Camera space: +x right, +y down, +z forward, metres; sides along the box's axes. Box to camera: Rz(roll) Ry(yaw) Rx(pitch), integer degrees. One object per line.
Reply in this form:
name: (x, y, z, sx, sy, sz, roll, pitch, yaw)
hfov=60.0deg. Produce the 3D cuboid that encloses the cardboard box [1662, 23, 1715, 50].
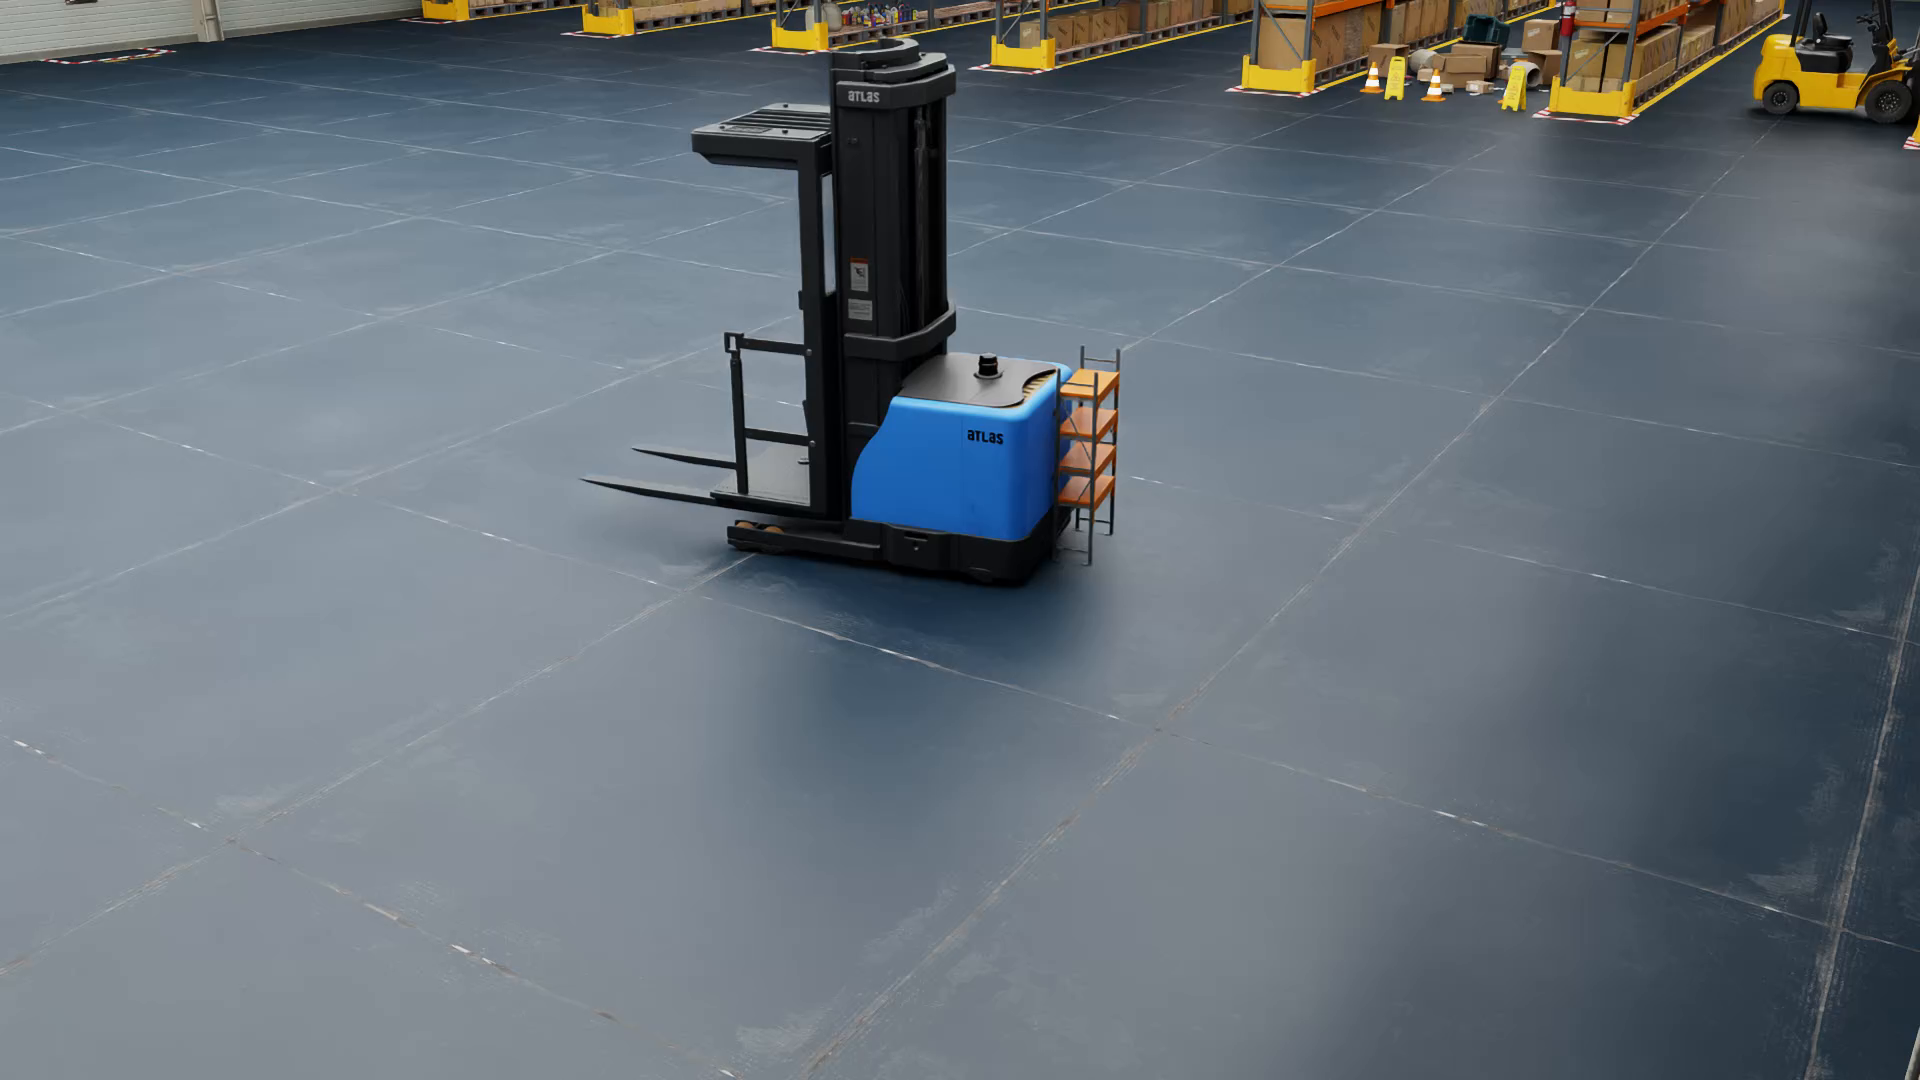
cardboard box: (13.426, -9.333, 30.813, 0.950, 0.372, 0.625, 12, 26, 25)

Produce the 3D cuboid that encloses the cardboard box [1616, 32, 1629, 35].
cardboard box: (10.535, -7.960, 26.850, 0.500, 0.500, 0.500, 15, 28, 32)

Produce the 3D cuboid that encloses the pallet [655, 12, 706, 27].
pallet: (-6.308, -11.386, 36.287, 1.003, 0.211, 1.213, 14, 27, 29)

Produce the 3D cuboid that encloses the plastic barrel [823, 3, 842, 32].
plastic barrel: (-2.567, -10.408, 33.120, 0.421, 0.512, 0.421, 0, 23, 0)

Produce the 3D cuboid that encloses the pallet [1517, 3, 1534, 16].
pallet: (12.551, -12.256, 38.296, 1.003, 0.211, 1.213, 14, 27, 29)

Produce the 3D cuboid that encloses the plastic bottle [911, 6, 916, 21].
plastic bottle: (-0.977, -11.024, 34.804, 0.061, 0.283, 0.133, 15, 28, 32)

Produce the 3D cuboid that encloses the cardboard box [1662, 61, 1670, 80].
cardboard box: (11.267, -7.678, 27.143, 0.500, 0.250, 0.500, 13, 27, 28)

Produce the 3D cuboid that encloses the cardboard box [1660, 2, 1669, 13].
cardboard box: (10.914, -8.379, 26.147, 0.380, 0.149, 0.250, 14, 27, 29)

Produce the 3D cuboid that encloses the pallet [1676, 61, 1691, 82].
pallet: (12.032, -8.169, 28.853, 1.003, 0.211, 1.213, 14, 27, 29)

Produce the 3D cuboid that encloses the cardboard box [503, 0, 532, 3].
cardboard box: (-10.359, -12.725, 38.461, 0.700, 0.500, 0.500, 12, 26, 26)

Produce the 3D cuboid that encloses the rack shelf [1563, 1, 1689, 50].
rack shelf: (10.568, -8.180, 26.275, 1.077, 0.370, 4.000, 14, 27, 29)

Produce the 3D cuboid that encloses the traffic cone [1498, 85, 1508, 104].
traffic cone: (8.644, -7.086, 26.037, 0.336, 0.463, 0.334, 14, 27, 29)

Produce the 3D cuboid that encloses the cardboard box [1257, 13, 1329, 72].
cardboard box: (5.556, -8.299, 27.790, 0.875, 0.875, 0.875, 14, 27, 29)

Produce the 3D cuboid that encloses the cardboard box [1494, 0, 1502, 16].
cardboard box: (11.408, -11.631, 35.960, 0.500, 0.500, 0.500, 13, 27, 28)

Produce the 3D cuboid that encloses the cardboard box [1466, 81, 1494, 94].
cardboard box: (8.488, -7.392, 27.139, 0.250, 0.149, 0.380, -12, 26, -26)

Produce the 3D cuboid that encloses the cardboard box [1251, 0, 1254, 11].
cardboard box: (6.172, -12.357, 37.165, 1.225, 0.875, 0.875, 14, 27, 29)

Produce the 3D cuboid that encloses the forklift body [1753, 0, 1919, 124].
forklift body: (13.182, -7.429, 24.703, 2.313, 2.155, 1.214, 14, 27, 29)

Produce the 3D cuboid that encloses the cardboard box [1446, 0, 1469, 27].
cardboard box: (10.064, -10.769, 33.969, 0.500, 0.500, 0.500, 13, 26, 27)

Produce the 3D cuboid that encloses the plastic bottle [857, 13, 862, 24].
plastic bottle: (-2.079, -10.752, 34.279, 0.097, 0.201, 0.097, 0, 23, 0)

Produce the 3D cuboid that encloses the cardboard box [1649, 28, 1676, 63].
cardboard box: (11.272, -8.032, 27.017, 0.500, 0.500, 0.500, 14, 27, 30)

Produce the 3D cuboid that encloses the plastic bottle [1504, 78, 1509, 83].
plastic bottle: (9.349, -7.794, 28.177, 0.133, 0.061, 0.283, 20, 30, 38)

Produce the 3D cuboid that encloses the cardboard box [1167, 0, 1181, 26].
cardboard box: (4.108, -10.865, 34.166, 0.700, 0.500, 0.500, 11, 26, 24)

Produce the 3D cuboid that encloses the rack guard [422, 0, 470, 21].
rack guard: (-11.490, -11.904, 37.120, 1.175, 0.500, 0.348, 14, 27, 29)

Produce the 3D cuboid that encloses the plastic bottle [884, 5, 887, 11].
plastic bottle: (-1.601, -11.103, 34.986, 0.061, 0.283, 0.133, 14, 27, 29)

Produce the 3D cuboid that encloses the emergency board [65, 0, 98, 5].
emergency board: (-16.417, -10.593, 30.944, 0.157, 1.169, 0.626, 14, 27, 29)

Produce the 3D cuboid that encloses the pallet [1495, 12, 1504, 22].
pallet: (11.175, -11.346, 36.193, 1.003, 0.211, 1.213, 14, 27, 29)

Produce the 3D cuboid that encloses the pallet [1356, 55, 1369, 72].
pallet: (6.897, -8.668, 30.008, 1.003, 0.211, 1.213, 14, 27, 29)

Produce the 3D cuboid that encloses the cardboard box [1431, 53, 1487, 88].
cardboard box: (8.289, -7.813, 27.664, 0.797, 0.503, 0.637, -3, 24, -7)

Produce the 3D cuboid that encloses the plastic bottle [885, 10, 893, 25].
plastic bottle: (-1.459, -10.746, 34.172, 0.152, 0.276, 0.135, 14, 27, 30)

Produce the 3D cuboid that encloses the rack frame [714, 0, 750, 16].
rack frame: (-5.210, -13.339, 37.287, 1.000, 3.000, 0.127, 14, 27, 29)

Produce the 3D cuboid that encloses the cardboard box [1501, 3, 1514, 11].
cardboard box: (12.049, -11.828, 36.858, 0.380, 0.149, 0.250, 13, 26, 27)

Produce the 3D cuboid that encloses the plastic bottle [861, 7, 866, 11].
plastic bottle: (-2.004, -10.959, 34.655, 0.061, 0.283, 0.133, 15, 28, 31)

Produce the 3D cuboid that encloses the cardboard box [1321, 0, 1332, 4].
cardboard box: (5.683, -9.232, 27.611, 0.875, 0.550, 0.550, 14, 27, 29)

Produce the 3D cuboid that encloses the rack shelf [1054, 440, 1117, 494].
rack shelf: (0.752, -0.442, 9.930, 0.258, 0.148, 0.480, 8, 25, 18)

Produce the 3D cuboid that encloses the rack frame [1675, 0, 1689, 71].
rack frame: (11.623, -9.185, 27.692, 1.000, 3.000, 0.127, 14, 27, 29)

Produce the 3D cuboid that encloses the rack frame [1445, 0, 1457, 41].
rack frame: (9.474, -11.538, 33.128, 1.000, 3.000, 0.127, 14, 27, 29)

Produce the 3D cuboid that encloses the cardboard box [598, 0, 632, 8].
cardboard box: (-7.290, -11.507, 35.045, 0.500, 0.500, 0.500, 14, 27, 29)

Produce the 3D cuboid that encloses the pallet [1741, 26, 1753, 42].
pallet: (15.500, -10.329, 33.845, 1.003, 0.211, 1.213, 14, 27, 29)

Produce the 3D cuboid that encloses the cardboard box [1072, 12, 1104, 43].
cardboard box: (2.402, -9.760, 31.637, 0.500, 0.500, 0.500, 11, 26, 24)

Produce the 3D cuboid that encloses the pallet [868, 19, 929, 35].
pallet: (-1.394, -10.802, 34.937, 1.003, 0.211, 1.213, 14, 27, 29)

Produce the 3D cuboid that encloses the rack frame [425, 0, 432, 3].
rack frame: (-11.531, -13.026, 36.564, 1.000, 3.000, 0.127, 14, 27, 29)

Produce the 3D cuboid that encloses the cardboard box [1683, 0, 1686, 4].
cardboard box: (11.712, -8.898, 27.343, 0.380, 0.149, 0.250, 14, 27, 28)

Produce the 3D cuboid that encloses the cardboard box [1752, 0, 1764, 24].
cardboard box: (16.265, -11.092, 34.792, 0.875, 0.438, 0.875, 13, 27, 28)

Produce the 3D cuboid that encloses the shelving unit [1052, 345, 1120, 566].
shelving unit: (0.752, -0.504, 9.903, 0.258, 1.200, 0.503, 8, 25, 18)

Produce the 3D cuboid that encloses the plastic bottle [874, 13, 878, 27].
plastic bottle: (-1.712, -10.562, 33.753, 0.097, 0.271, 0.097, 0, 23, 0)

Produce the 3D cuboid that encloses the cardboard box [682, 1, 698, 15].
cardboard box: (-6.056, -11.560, 36.111, 0.500, 0.250, 0.500, 14, 27, 29)

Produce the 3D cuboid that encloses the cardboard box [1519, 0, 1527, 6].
cardboard box: (12.699, -12.275, 37.889, 0.380, 0.149, 0.250, 13, 27, 28)

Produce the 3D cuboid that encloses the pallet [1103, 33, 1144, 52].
pallet: (2.880, -9.748, 32.502, 1.003, 0.211, 1.213, 14, 27, 29)

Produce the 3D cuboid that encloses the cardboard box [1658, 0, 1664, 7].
cardboard box: (10.537, -8.467, 25.532, 0.500, 0.500, 0.500, 13, 27, 28)

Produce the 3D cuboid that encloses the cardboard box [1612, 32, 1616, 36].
cardboard box: (10.126, -8.044, 26.227, 0.380, 0.149, 0.250, 15, 28, 31)

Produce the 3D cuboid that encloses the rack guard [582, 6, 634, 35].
rack guard: (-7.333, -10.834, 34.647, 1.175, 0.500, 0.348, 14, 27, 29)

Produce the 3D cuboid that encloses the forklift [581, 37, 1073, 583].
forklift: (-0.881, -1.444, 9.896, 3.031, 2.935, 1.130, 8, 25, 19)

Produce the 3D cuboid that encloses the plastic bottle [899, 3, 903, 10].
plastic bottle: (-1.221, -11.039, 34.754, 0.144, 0.351, 0.185, 14, 27, 29)
